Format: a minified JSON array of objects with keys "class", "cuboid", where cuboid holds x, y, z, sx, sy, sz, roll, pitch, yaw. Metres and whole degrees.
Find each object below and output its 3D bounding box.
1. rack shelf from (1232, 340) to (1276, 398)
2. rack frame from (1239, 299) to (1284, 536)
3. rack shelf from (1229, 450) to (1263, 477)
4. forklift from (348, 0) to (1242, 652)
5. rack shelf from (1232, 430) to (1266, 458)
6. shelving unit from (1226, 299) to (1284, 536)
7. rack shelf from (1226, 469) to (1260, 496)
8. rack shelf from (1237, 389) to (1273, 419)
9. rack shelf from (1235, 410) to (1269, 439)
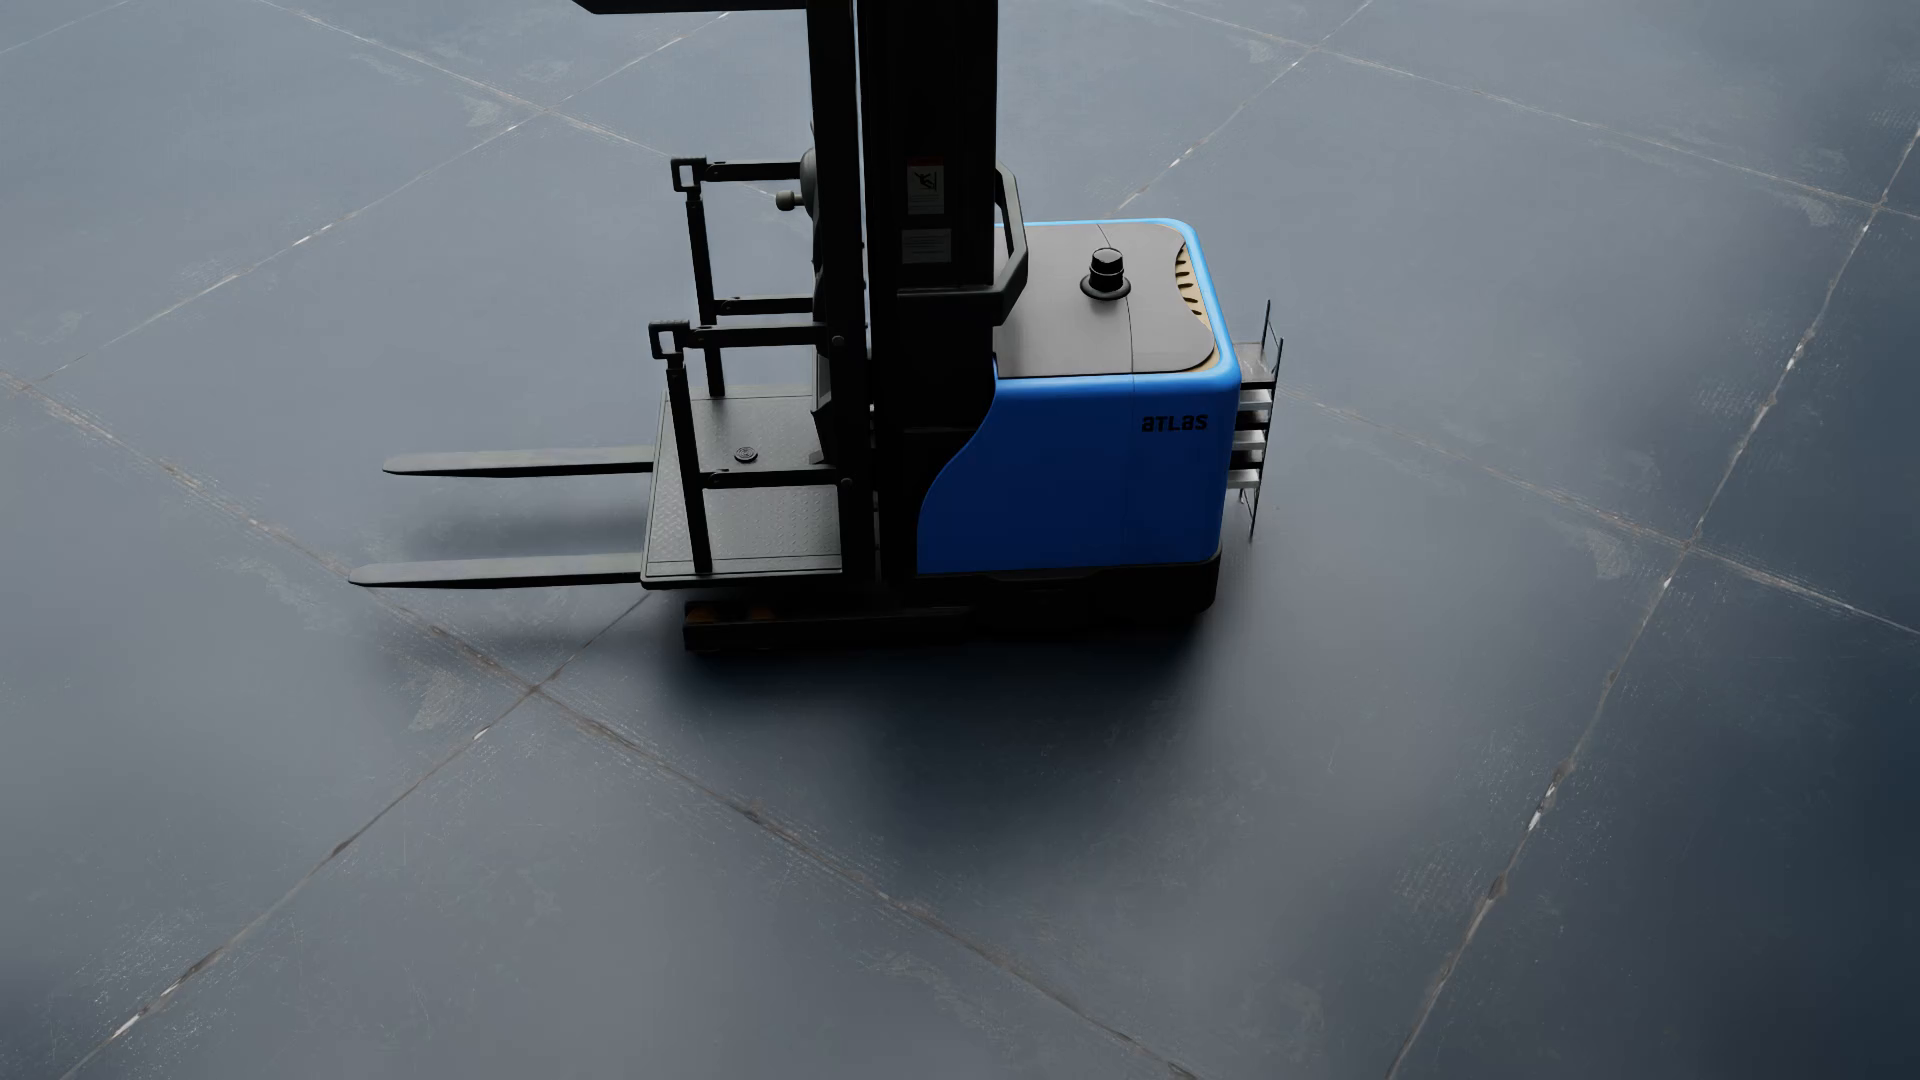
[{"class":"rack shelf","cuboid":[0.991,-0.603,5.894,0.200,0.077,0.258,-2,42,-3]},{"class":"rack frame","cuboid":[1.093,-0.431,6.057,0.006,0.900,0.240,-2,42,-3]},{"class":"rack shelf","cuboid":[0.991,-0.335,6.134,0.200,0.077,0.258,-2,42,-3]},{"class":"forklift","cuboid":[-0.629,-1.066,5.243,3.031,2.935,1.130,-2,42,-3]},{"class":"rack shelf","cuboid":[0.991,-0.402,6.074,0.200,0.077,0.258,-2,42,-3]},{"class":"shelving unit","cuboid":[0.991,-0.427,6.052,0.210,0.900,0.258,-2,42,-3]},{"class":"rack shelf","cuboid":[0.991,-0.268,6.194,0.200,0.077,0.258,-2,42,-3]},{"class":"rack shelf","cuboid":[0.991,-0.536,5.954,0.200,0.077,0.258,-2,42,-3]},{"class":"rack shelf","cuboid":[0.991,-0.469,6.014,0.200,0.077,0.258,-2,42,-3]}]
